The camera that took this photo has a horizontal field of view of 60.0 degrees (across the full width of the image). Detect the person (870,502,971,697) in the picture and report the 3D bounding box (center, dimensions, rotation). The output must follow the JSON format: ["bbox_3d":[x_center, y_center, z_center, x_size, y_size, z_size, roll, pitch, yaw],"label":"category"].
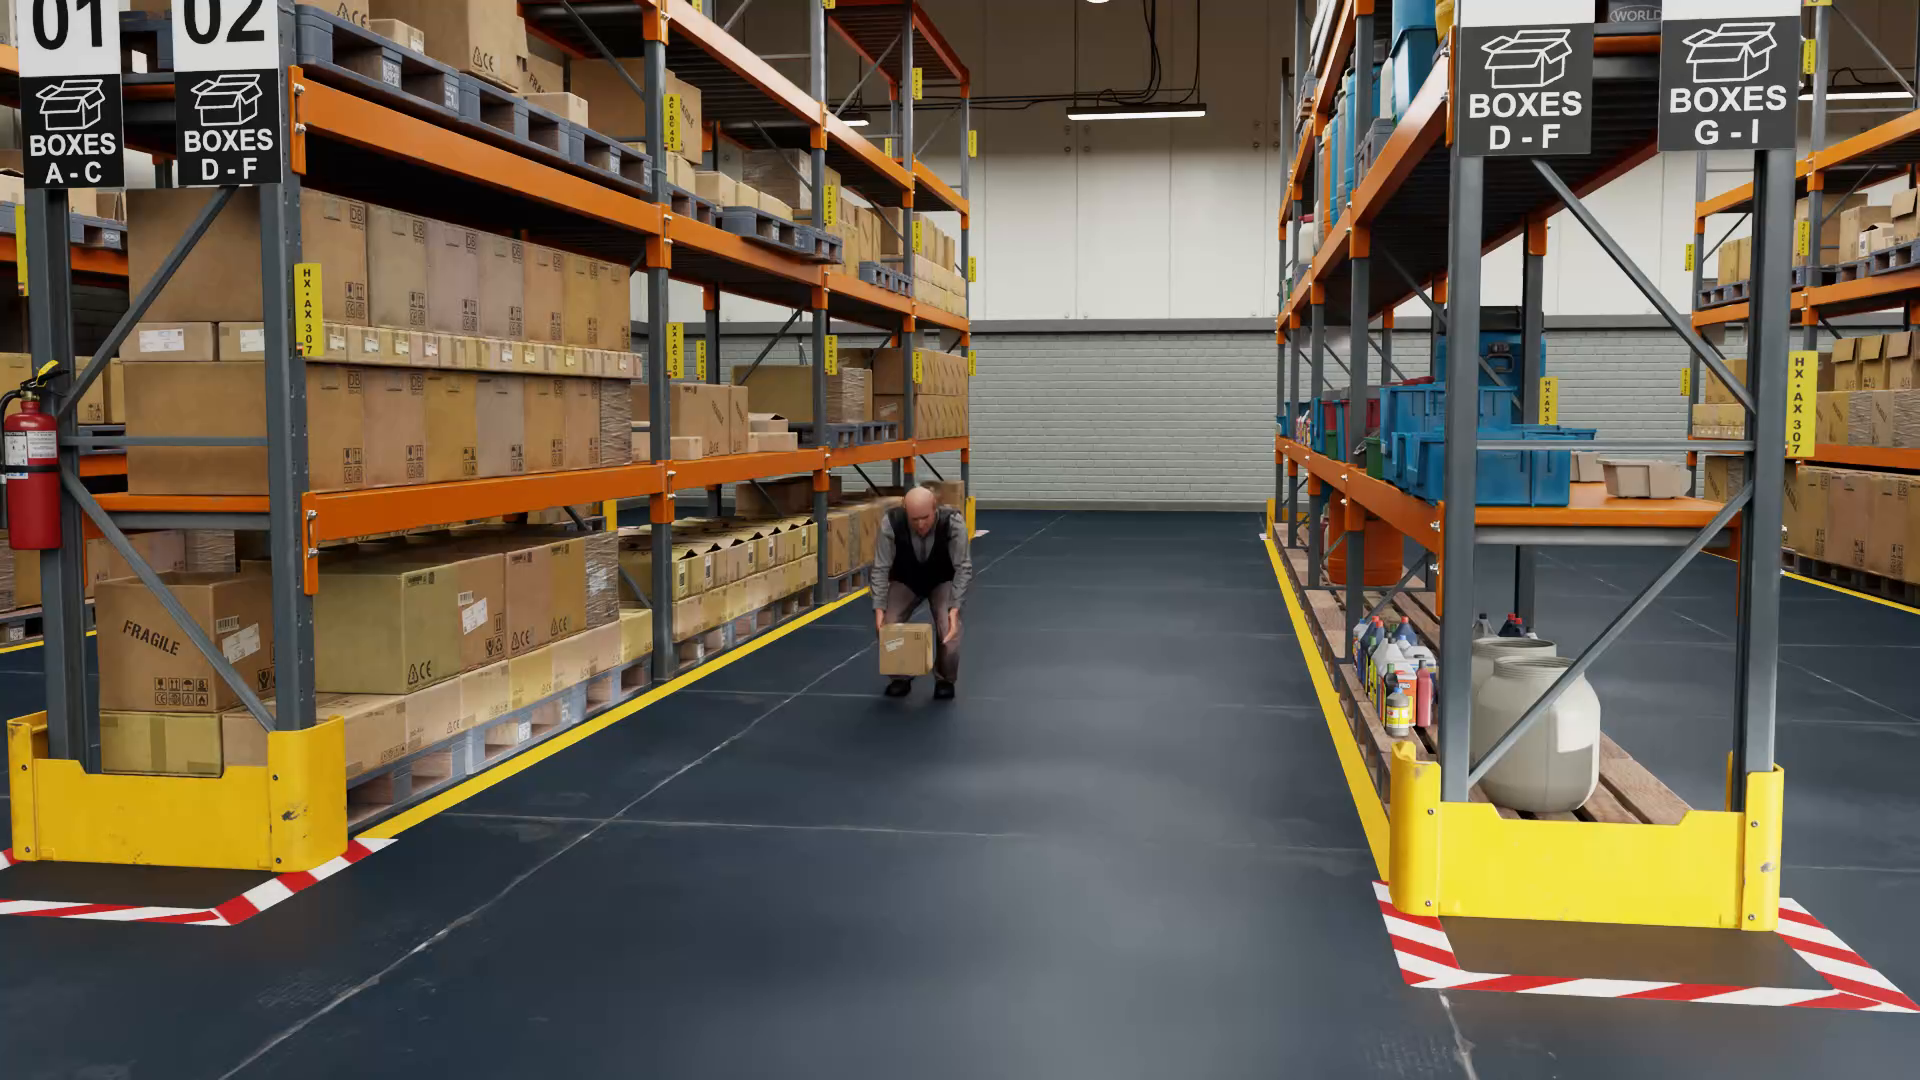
[{"bbox_3d":[-0.193,0.329,9.411,0.566,1.128,0.819,1,4,9],"label":"person"}]
